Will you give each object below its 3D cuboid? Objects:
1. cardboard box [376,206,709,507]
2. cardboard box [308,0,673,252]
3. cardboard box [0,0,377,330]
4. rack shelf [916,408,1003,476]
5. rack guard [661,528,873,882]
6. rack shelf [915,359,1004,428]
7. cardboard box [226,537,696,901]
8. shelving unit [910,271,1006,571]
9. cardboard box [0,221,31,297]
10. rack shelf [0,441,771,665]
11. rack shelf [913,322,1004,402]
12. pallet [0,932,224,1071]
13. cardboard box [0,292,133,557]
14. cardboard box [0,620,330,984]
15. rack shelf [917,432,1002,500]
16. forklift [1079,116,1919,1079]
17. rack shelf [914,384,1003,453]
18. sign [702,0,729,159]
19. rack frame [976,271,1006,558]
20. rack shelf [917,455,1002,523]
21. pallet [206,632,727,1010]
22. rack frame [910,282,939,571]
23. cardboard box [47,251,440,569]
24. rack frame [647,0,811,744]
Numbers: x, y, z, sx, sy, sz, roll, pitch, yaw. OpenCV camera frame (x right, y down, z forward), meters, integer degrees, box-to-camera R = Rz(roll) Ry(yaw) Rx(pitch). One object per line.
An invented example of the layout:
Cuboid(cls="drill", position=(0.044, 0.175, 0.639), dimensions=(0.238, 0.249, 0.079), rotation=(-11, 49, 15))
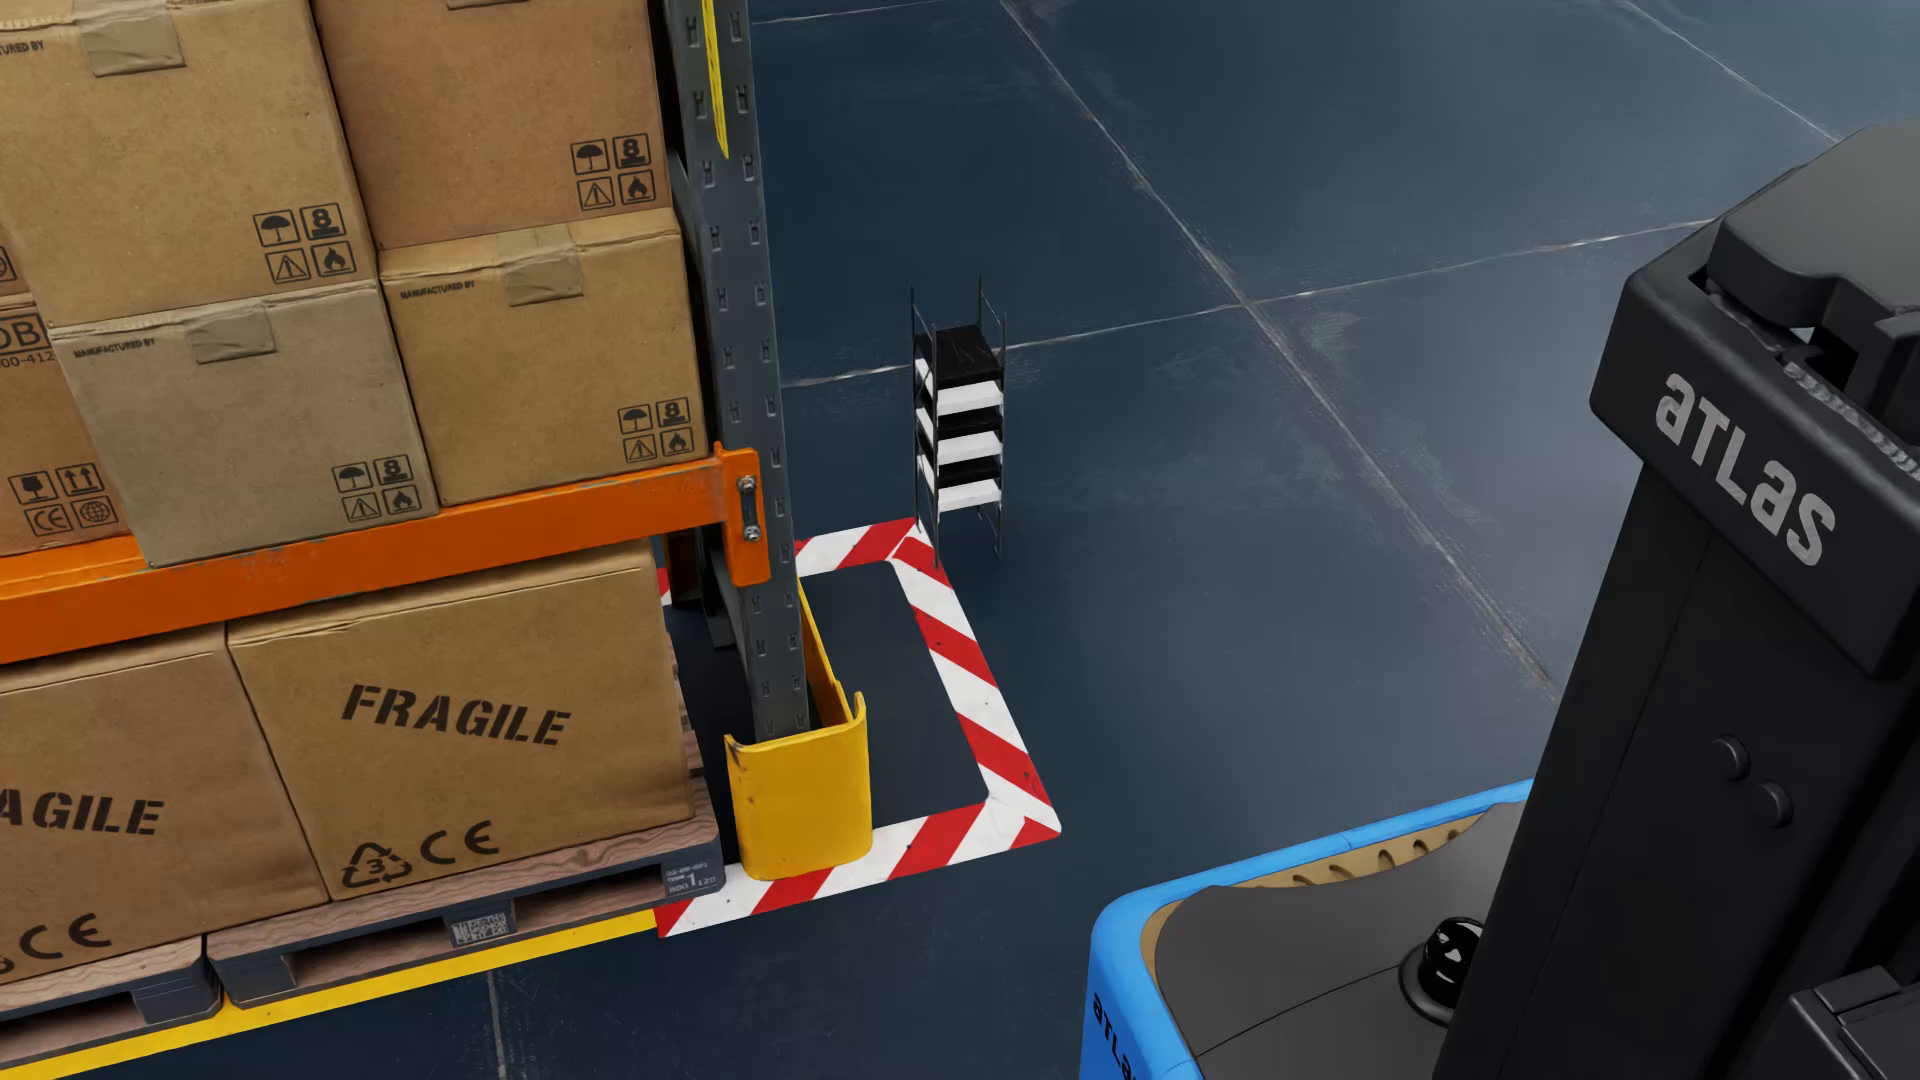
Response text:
Cuboid(cls="cardboard box", position=(-0.914, -0.596, 3.538), dimensions=(0.550, 0.550, 0.875), rotation=(-12, 42, -13))
Cuboid(cls="cardboard box", position=(-0.939, -1.055, 3.243), dimensions=(0.550, 0.550, 0.875), rotation=(-12, 42, -13))
Cuboid(cls="cardboard box", position=(-1.436, -0.888, 3.052), dimensions=(0.550, 0.550, 0.875), rotation=(-12, 42, -13))
Cuboid(cls="rack shelf", position=(-0.008, -0.312, 4.974), dimensions=(0.200, 0.077, 0.258), rotation=(-12, 42, -13))
Cuboid(cls="rack guard", position=(-0.551, 0.296, 4.532), dimensions=(0.348, 0.500, 1.175), rotation=(-12, 42, -13))
Cuboid(cls="rack shelf", position=(-0.007, -0.448, 4.856), dimensions=(0.200, 0.077, 0.258), rotation=(-12, 42, -13))
Cuboid(cls="cardboard box", position=(-1.200, 0.177, 4.064), dimensions=(0.875, 0.875, 0.875), rotation=(-11, 42, -13))
Cuboid(cls="shelving unit", position=(-0.008, -0.337, 4.952), dimensions=(0.210, 0.900, 0.258), rotation=(-12, 42, -13))
Cuboid(cls="cardboard box", position=(-2.011, -0.863, 3.023), dimensions=(0.550, 0.550, 0.875), rotation=(-12, 42, -13))
Cuboid(cls="rack shelf", position=(-2.481, 0.025, 3.488), dimensions=(4.000, 0.370, 1.077), rotation=(-12, 42, -13))
Cuboid(cls="rack shelf", position=(-0.007, -0.516, 4.796), dimensions=(0.200, 0.077, 0.258), rotation=(-12, 42, -13))
Cuboid(cls="pallet", position=(-2.474, 0.855, 4.111), dimensions=(1.213, 0.211, 1.003), rotation=(-12, 42, -13))
Cuboid(cls="cardboard box", position=(-2.004, -0.441, 3.361), dimensions=(0.550, 0.550, 0.875), rotation=(-12, 42, -13))
Cuboid(cls="cardboard box", position=(-2.039, 0.352, 3.863), dimensions=(0.875, 0.875, 0.875), rotation=(-12, 43, -14))
Cuboid(cls="rack shelf", position=(-0.008, -0.244, 5.033), dimensions=(0.200, 0.077, 0.258), rotation=(-12, 42, -13))
Cuboid(cls="forklift", position=(1.167, 1.155, 1.700), dimensions=(1.130, 2.935, 3.031), rotation=(-13, 43, -14))
Cuboid(cls="rack shelf", position=(-0.008, -0.380, 4.915), dimensions=(0.200, 0.077, 0.258), rotation=(-12, 42, -13))
Cuboid(cls="sign", position=(-0.424, -0.823, 2.852), dimensions=(0.005, 0.325, 0.100), rotation=(-12, 42, -13))
Cuboid(cls="rack frame", position=(0.089, -0.357, 4.975), dimensions=(0.006, 0.900, 0.240), rotation=(-12, 42, -13))
Cuboid(cls="rack shelf", position=(-0.008, -0.177, 5.092), dimensions=(0.200, 0.077, 0.258), rotation=(-12, 42, -13))
Cuboid(cls="pallet", position=(-1.313, 0.616, 4.384), dimensions=(1.213, 0.211, 1.003), rotation=(-12, 42, -13))
Cuboid(cls="rack frame", position=(-0.105, -0.317, 4.929), dimensions=(0.006, 0.900, 0.240), rotation=(-12, 42, -13))
Cuboid(cls="cardboard box", position=(-1.432, -0.473, 3.398), dimensions=(0.550, 0.550, 0.875), rotation=(-12, 42, -13))
Cuboid(cls="rack frame", position=(-0.573, -0.641, 3.704), dimensions=(0.127, 3.000, 1.000), rotation=(-12, 42, -13))
